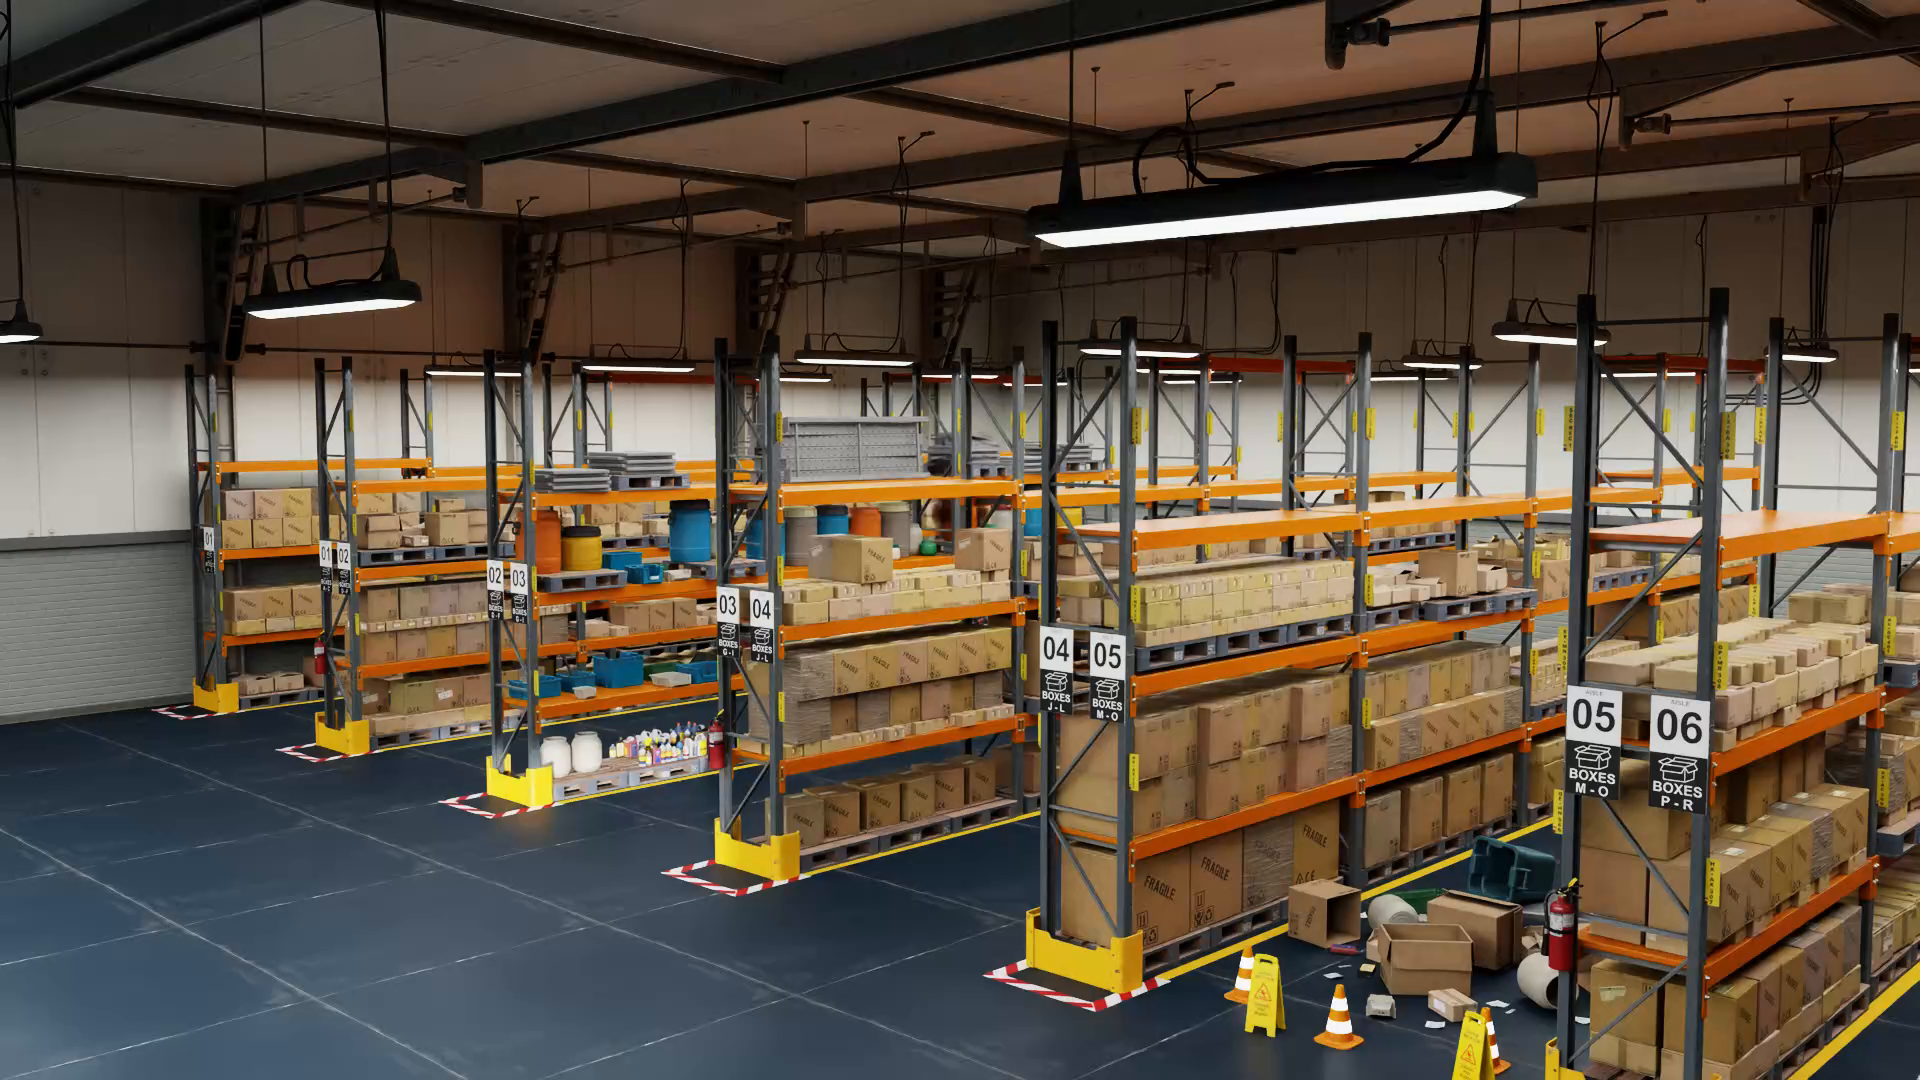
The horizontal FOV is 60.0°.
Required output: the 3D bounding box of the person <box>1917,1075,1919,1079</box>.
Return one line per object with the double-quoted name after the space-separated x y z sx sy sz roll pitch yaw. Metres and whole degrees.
5.580 3.547 9.499 0.435 1.782 0.674 2 5 24 "person"
